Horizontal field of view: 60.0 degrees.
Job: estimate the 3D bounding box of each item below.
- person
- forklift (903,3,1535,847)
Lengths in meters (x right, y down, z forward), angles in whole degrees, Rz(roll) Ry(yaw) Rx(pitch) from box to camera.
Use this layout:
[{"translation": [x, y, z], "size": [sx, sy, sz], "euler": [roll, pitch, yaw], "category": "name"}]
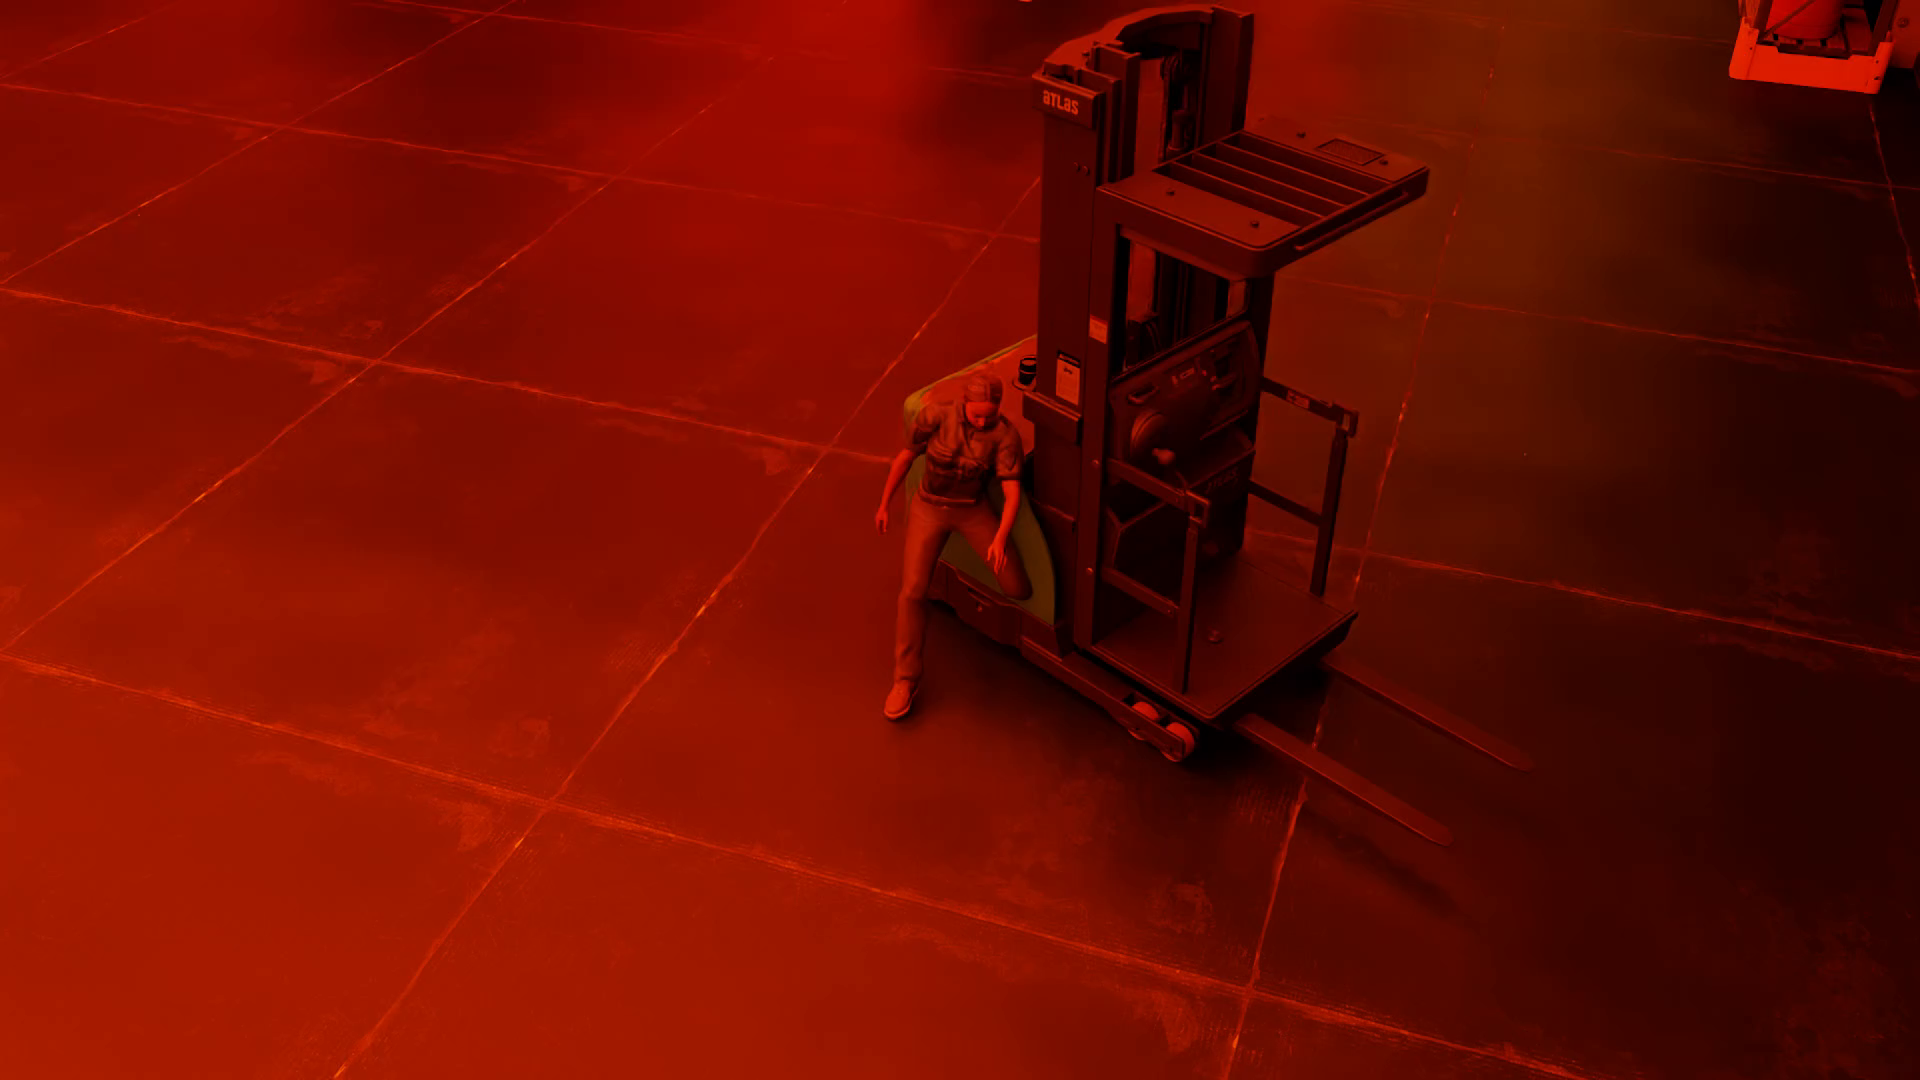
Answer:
[{"translation": [0.024, -0.027, 7.330], "size": [0.820, 1.496, 0.910], "euler": [1, 35, 1], "category": "person"}, {"translation": [1.107, -0.567, 6.910], "size": [1.130, 2.935, 3.031], "euler": [-29, 45, -35], "category": "forklift"}]
